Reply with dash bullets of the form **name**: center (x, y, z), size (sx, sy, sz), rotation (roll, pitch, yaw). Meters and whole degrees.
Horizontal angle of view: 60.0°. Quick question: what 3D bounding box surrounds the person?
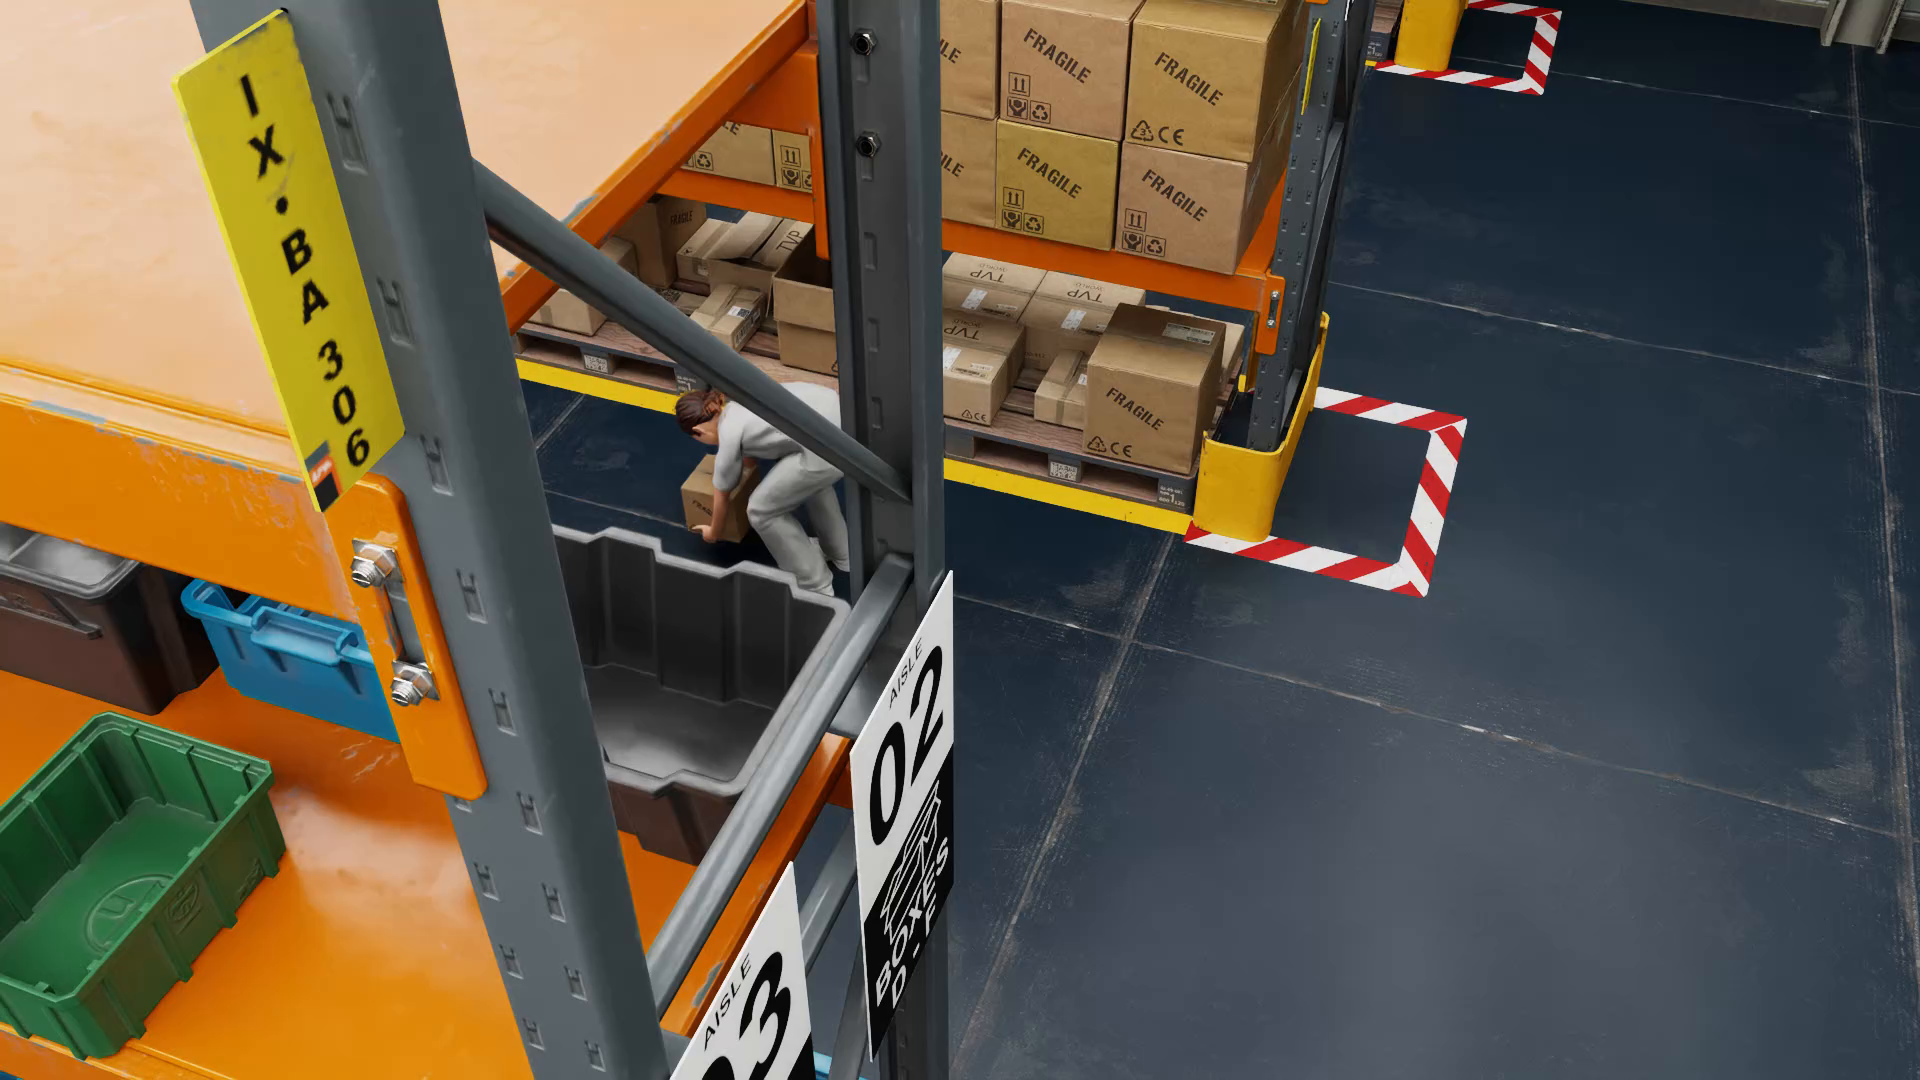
- **person**: center (-0.788, -0.260, 6.988), size (0.858, 0.962, 0.458), rotation (17, 44, 18)
